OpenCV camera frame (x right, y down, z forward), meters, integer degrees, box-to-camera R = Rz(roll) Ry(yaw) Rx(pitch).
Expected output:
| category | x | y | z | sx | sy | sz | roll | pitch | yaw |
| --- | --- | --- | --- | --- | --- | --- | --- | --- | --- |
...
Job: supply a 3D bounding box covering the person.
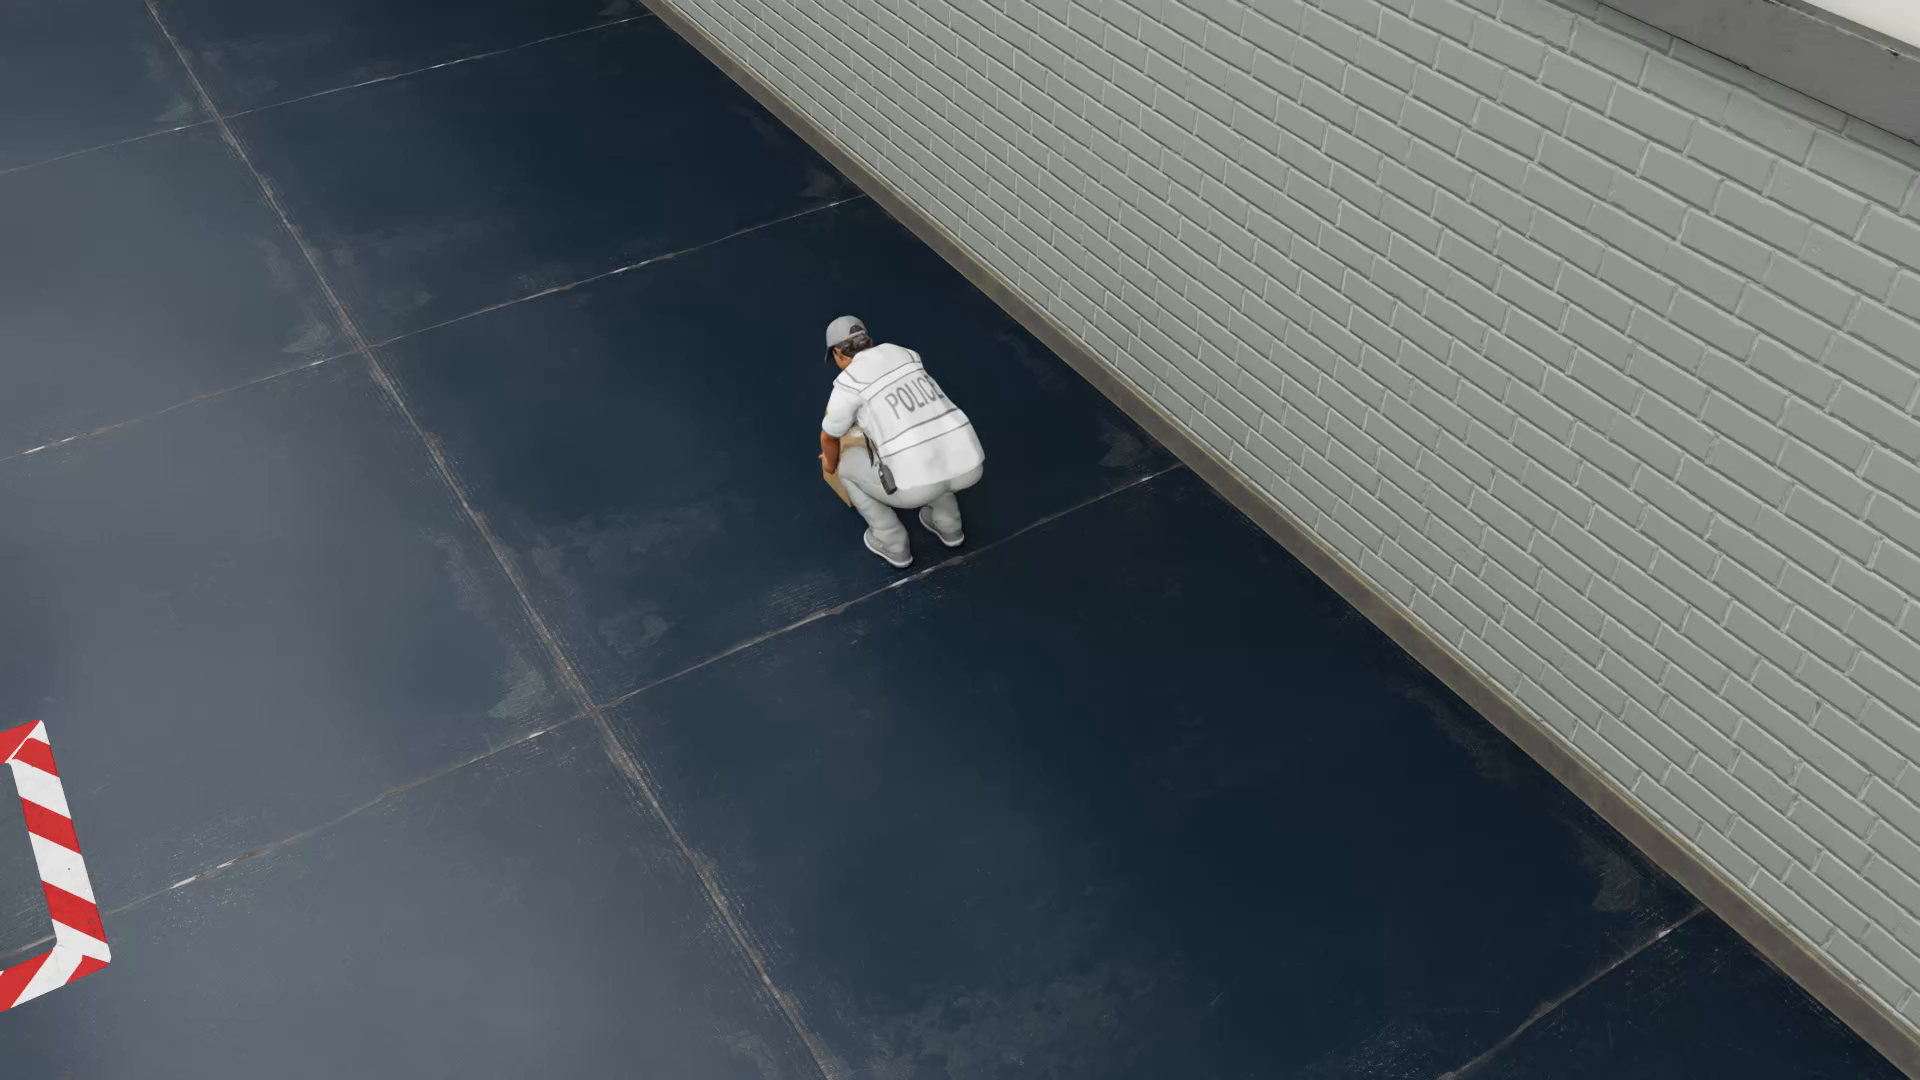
| category | x | y | z | sx | sy | sz | roll | pitch | yaw |
| --- | --- | --- | --- | --- | --- | --- | --- | --- | --- |
| person | -0.276 | -0.411 | 7.164 | 0.525 | 0.969 | 0.830 | -23 | 46 | -24 |
